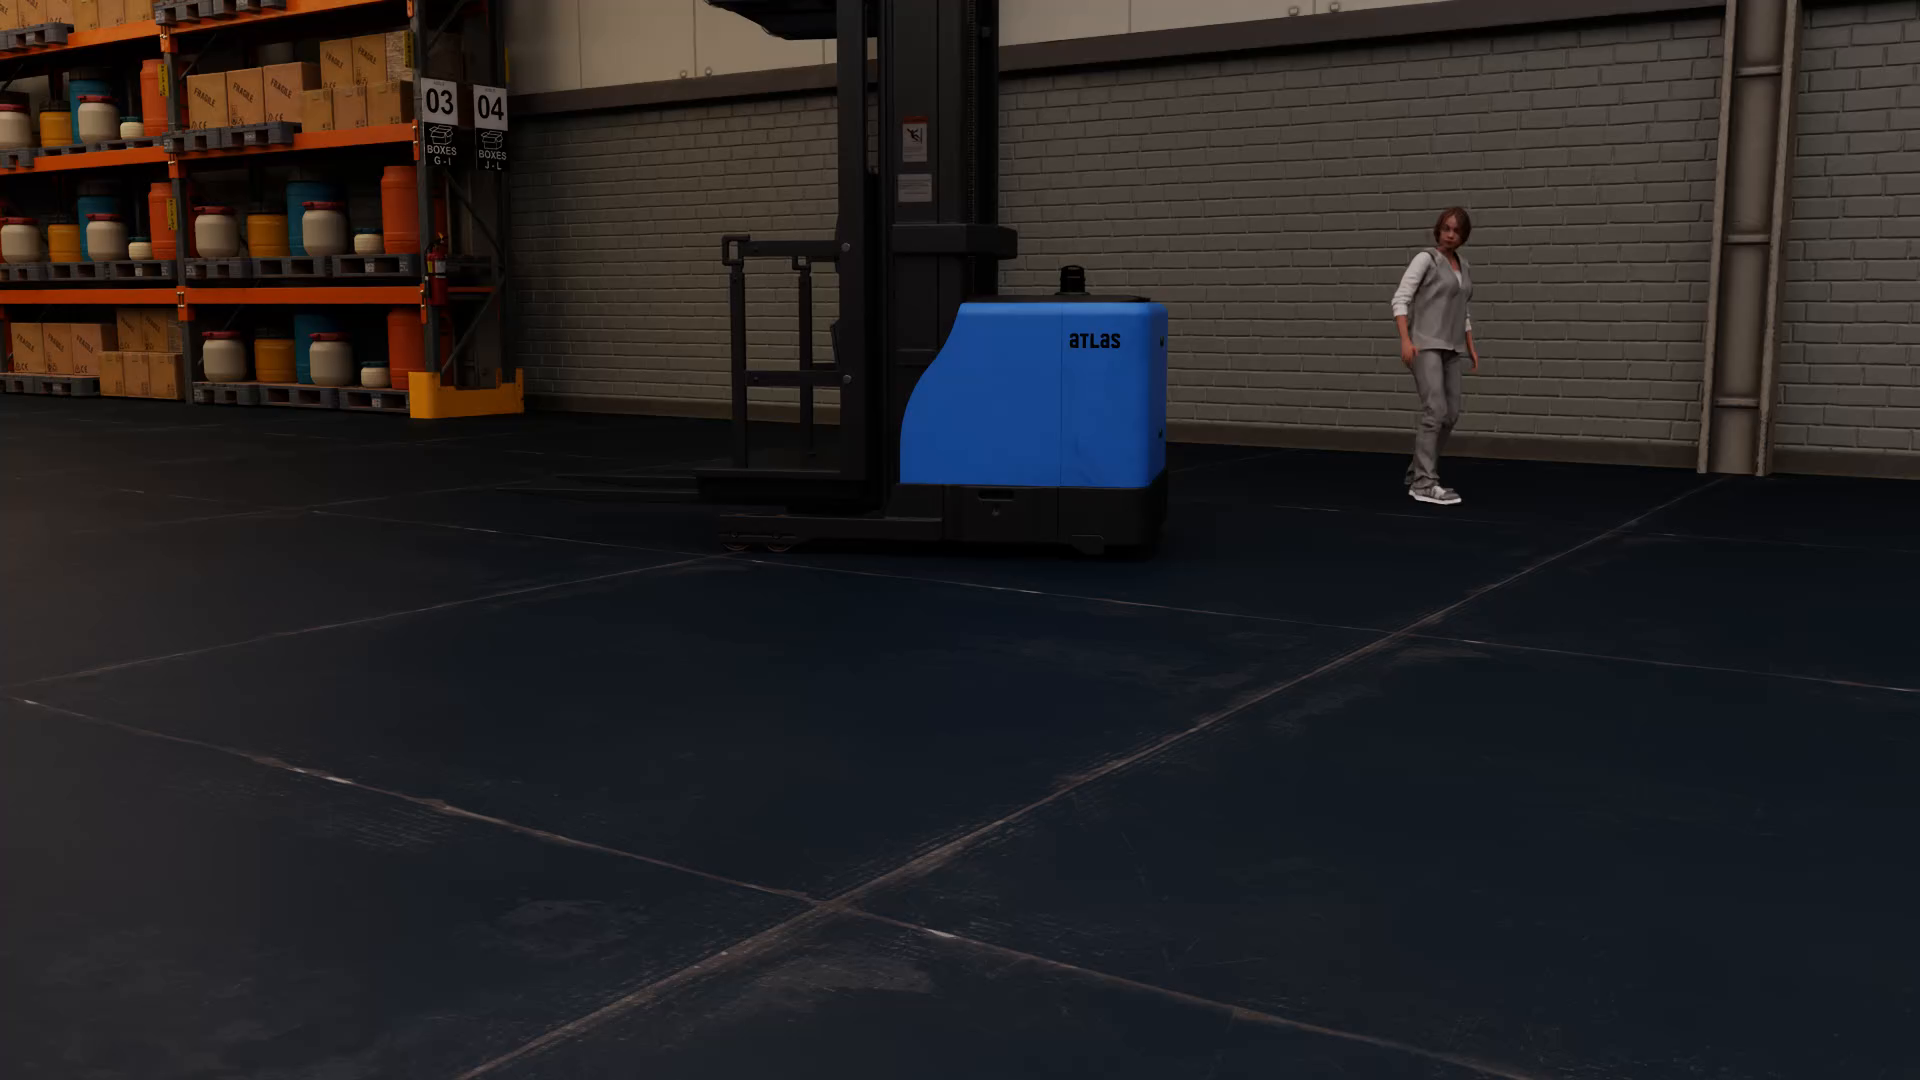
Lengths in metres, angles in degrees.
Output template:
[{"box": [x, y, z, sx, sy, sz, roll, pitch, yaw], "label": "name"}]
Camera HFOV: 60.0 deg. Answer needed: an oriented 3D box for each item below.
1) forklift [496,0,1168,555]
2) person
[{"box": [-0.596, -1.469, 7.520, 3.031, 2.935, 1.130, 2, 8, 12], "label": "forklift"}, {"box": [2.622, -0.999, 9.010, 0.607, 1.587, 0.440, -7, 11, -40], "label": "person"}]
